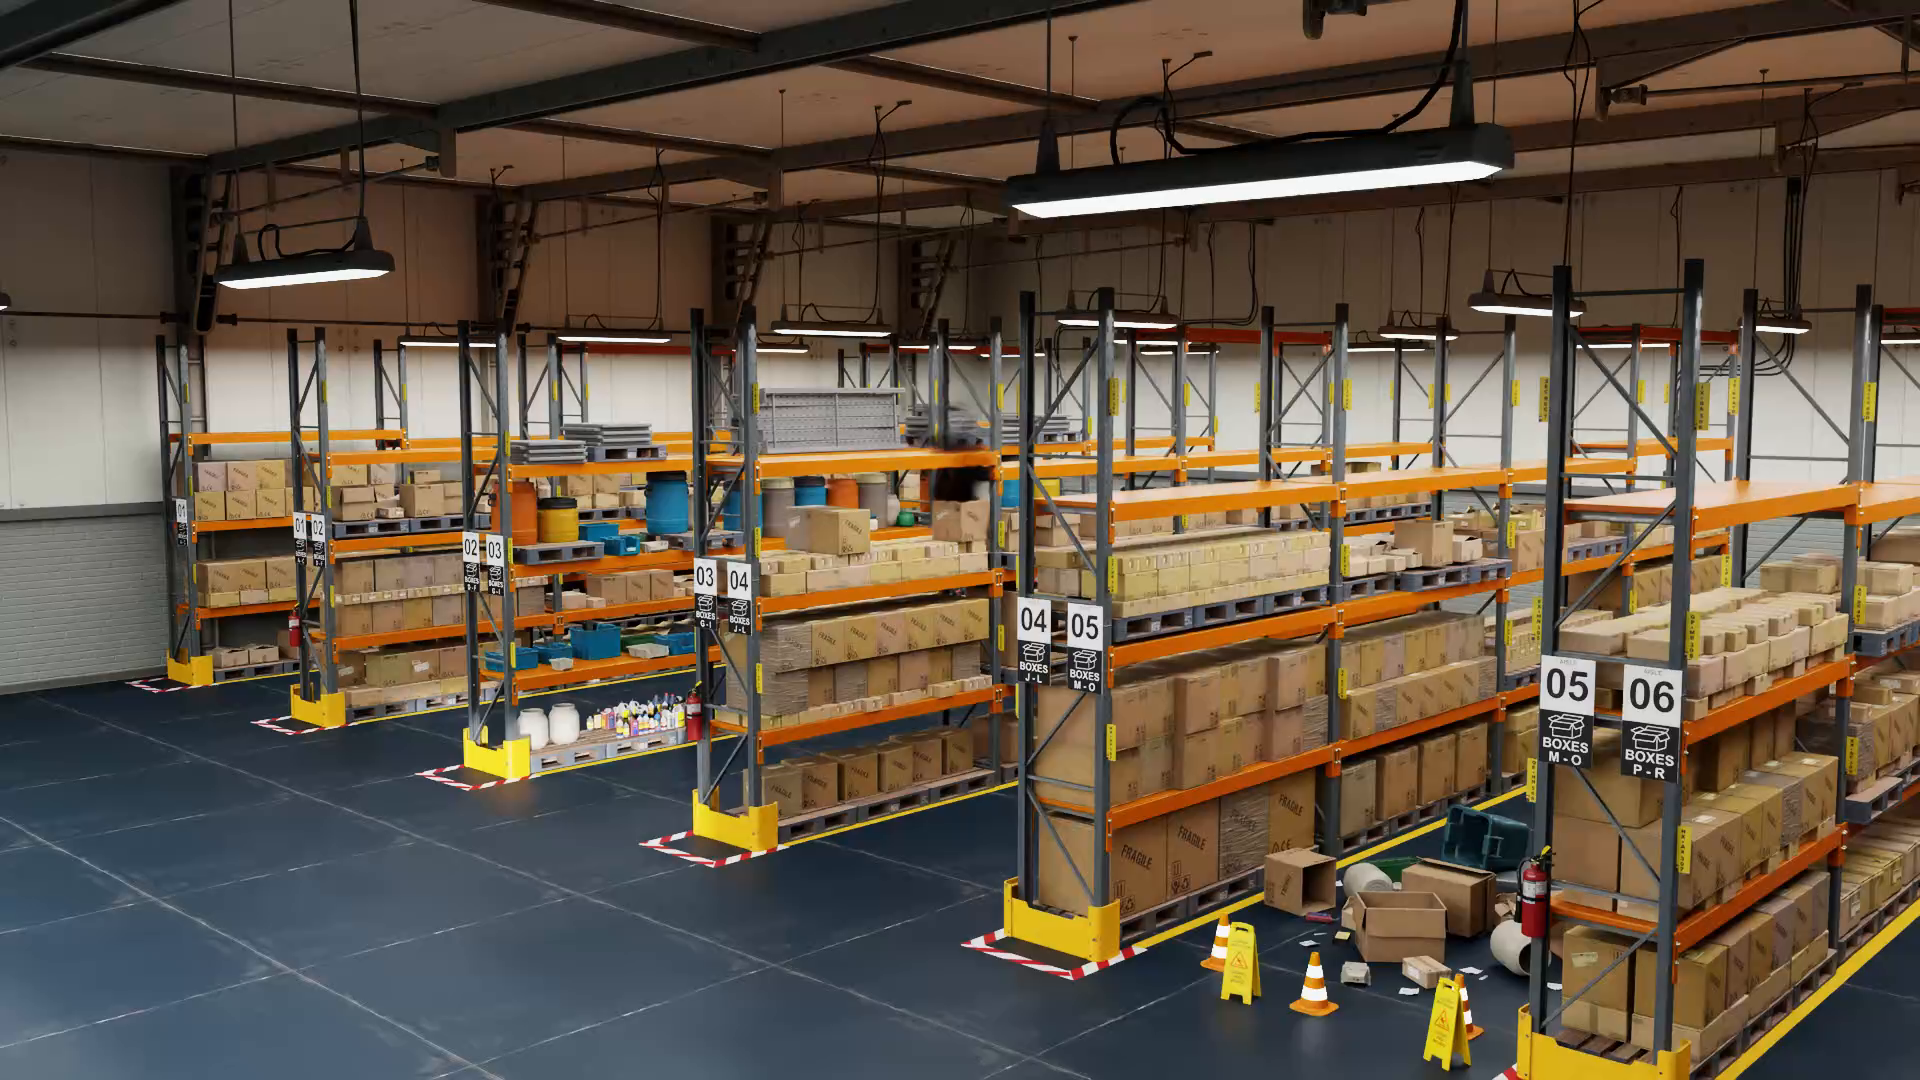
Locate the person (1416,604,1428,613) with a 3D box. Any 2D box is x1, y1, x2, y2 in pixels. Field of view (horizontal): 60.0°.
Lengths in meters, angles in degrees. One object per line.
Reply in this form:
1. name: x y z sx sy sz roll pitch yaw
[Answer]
1. person: 7.518 1.812 26.996 0.534 1.587 0.884 5 7 42
